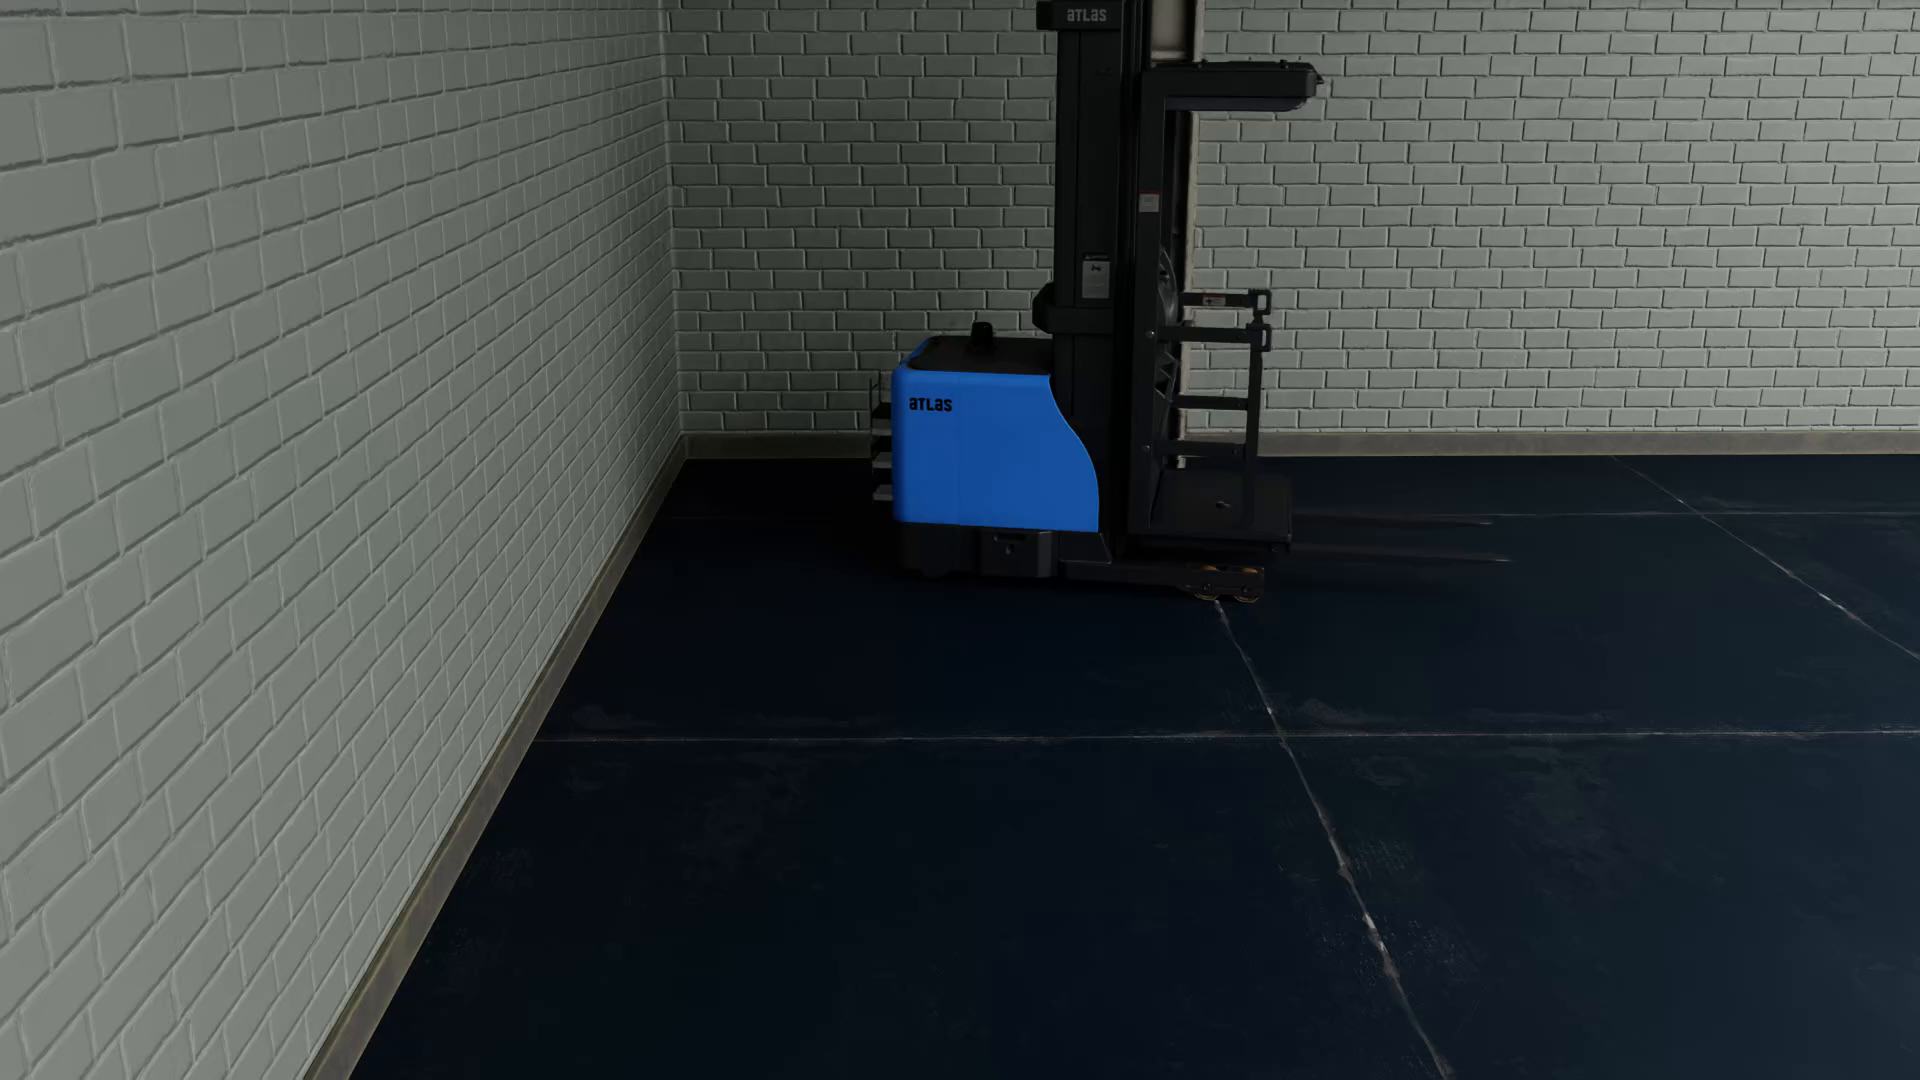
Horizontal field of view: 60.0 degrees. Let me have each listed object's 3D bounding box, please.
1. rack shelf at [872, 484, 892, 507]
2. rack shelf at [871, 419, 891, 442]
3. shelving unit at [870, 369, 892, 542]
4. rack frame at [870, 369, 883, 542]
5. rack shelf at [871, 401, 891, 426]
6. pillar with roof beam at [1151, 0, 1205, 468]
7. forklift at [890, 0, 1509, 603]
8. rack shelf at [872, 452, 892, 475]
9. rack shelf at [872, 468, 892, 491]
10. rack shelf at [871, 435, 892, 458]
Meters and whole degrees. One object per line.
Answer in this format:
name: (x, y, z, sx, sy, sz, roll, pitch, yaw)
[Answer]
rack shelf: (-0.351, -0.247, 9.044, 0.200, 0.077, 0.258, 3, 18, 10)
rack shelf: (-0.351, -0.590, 8.934, 0.200, 0.077, 0.258, 3, 18, 10)
shelving unit: (-0.351, -0.450, 8.978, 0.210, 0.900, 0.258, 3, 18, 10)
rack frame: (-0.452, -0.456, 8.995, 0.006, 0.900, 0.240, 3, 18, 10)
rack shelf: (-0.351, -0.676, 8.906, 0.200, 0.077, 0.258, 3, 18, 10)
pillar with roof beam: (1.283, -3.468, 5.127, 0.400, 9.000, 9.100, 0, 18, -1)
forklift: (1.211, -1.266, 8.195, 3.031, 2.935, 1.130, 3, 18, 10)
rack shelf: (-0.351, -0.419, 8.989, 0.200, 0.077, 0.258, 3, 18, 10)
rack shelf: (-0.351, -0.333, 9.016, 0.200, 0.077, 0.258, 3, 18, 10)
rack shelf: (-0.351, -0.504, 8.961, 0.200, 0.077, 0.258, 3, 18, 10)
